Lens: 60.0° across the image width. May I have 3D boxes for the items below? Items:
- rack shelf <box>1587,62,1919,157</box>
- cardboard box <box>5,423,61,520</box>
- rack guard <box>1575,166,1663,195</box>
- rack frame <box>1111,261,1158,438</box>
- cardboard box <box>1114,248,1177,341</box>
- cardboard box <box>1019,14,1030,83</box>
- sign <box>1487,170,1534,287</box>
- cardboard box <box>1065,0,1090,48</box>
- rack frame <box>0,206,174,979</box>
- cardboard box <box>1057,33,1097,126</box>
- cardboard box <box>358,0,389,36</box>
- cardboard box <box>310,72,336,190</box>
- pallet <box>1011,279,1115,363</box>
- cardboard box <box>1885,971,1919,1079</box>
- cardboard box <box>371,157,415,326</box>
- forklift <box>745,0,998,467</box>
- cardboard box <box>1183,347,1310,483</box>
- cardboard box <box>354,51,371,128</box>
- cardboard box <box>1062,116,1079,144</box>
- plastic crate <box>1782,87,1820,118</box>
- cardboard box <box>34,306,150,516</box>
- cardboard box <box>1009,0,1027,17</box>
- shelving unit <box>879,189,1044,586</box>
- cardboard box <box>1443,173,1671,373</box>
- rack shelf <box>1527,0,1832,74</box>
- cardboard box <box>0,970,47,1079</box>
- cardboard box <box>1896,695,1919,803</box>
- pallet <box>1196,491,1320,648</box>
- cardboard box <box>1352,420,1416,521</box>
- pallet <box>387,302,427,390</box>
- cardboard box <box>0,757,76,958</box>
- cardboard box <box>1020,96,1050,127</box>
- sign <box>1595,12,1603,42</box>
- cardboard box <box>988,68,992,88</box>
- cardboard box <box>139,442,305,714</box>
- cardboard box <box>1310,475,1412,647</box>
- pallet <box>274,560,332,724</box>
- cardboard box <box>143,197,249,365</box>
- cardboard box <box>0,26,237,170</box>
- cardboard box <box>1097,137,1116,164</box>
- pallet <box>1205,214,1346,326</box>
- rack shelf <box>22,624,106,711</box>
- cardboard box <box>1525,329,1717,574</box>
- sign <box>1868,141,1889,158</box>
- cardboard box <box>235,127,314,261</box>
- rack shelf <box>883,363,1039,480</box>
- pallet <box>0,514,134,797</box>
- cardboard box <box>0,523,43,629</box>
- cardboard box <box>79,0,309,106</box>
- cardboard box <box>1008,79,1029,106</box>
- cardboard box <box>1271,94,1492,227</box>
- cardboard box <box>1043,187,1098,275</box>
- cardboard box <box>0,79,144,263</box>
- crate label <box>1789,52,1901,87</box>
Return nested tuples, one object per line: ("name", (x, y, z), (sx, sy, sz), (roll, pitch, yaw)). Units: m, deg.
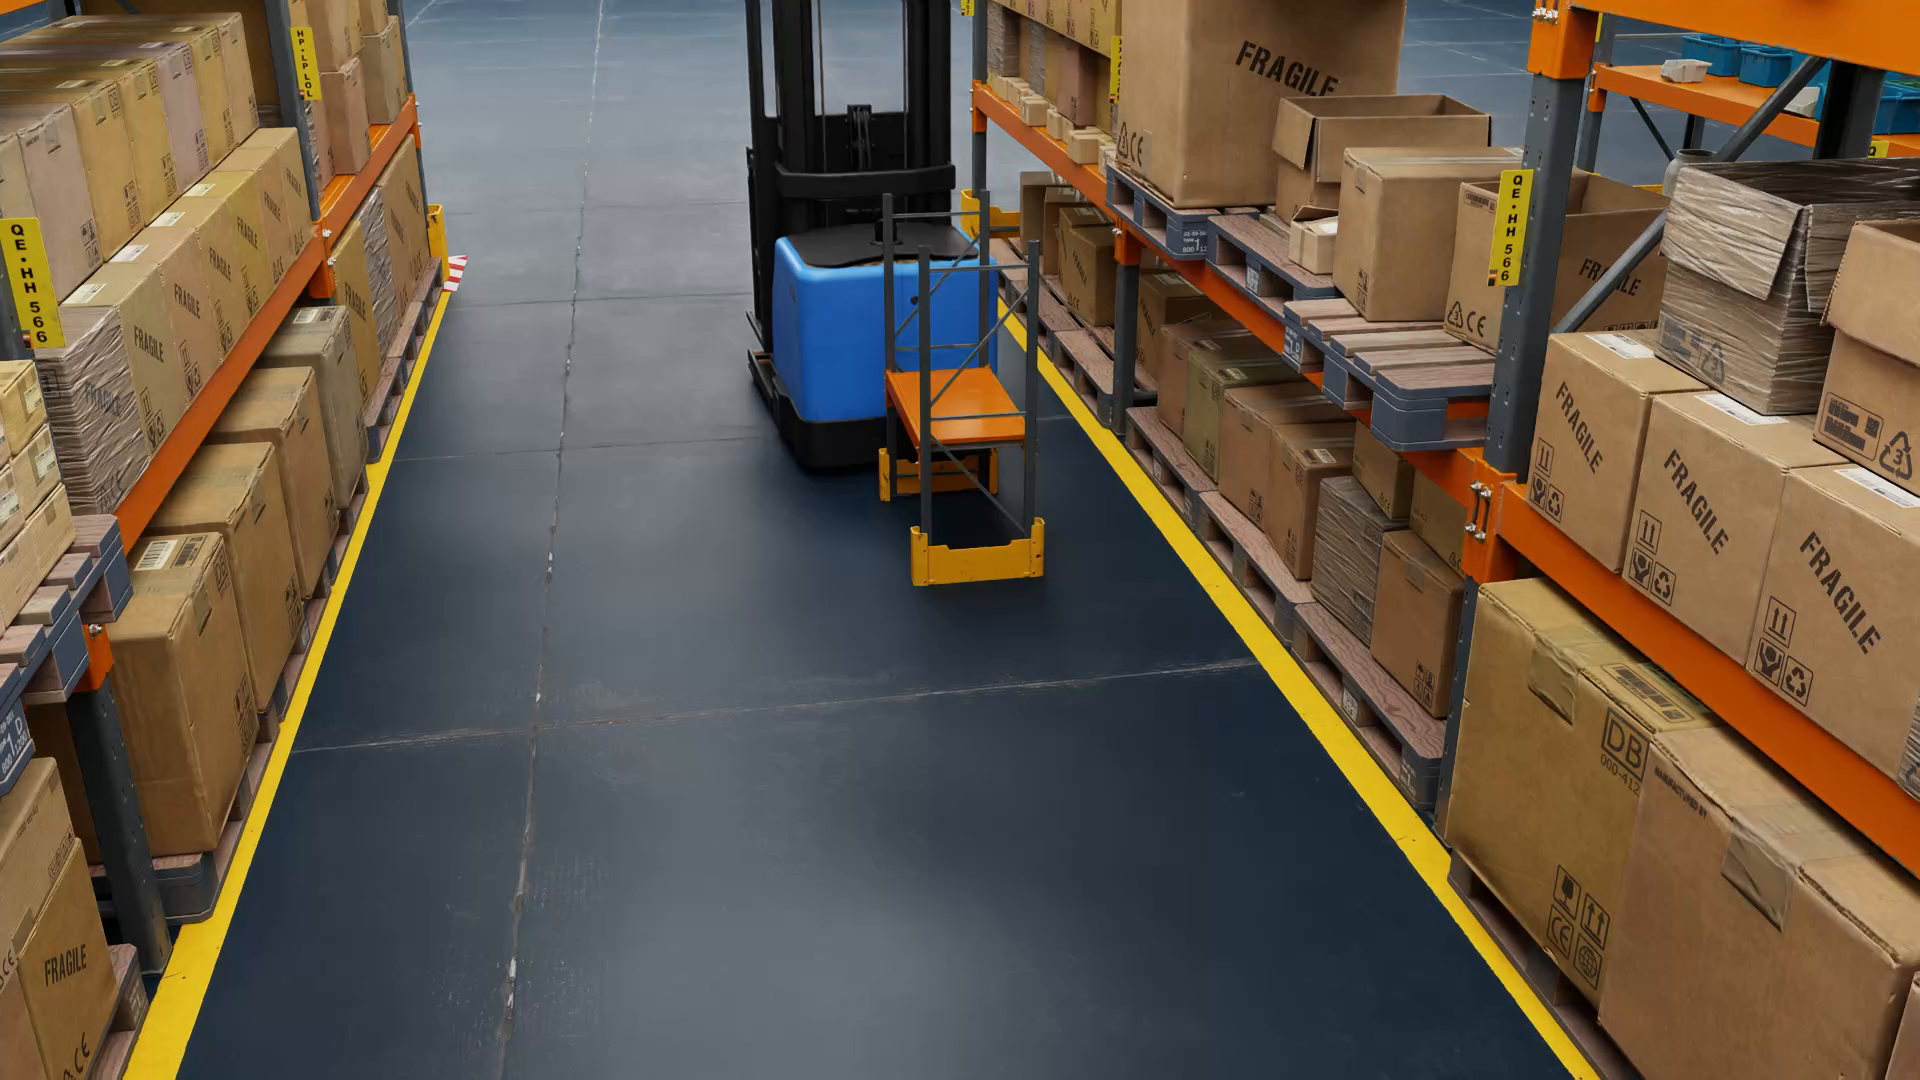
("rack shelf", (5.829, -2.816, 11.348), (1.077, 0.370, 4.000), (-4, 24, -10))
("cardboard box", (-2.283, -0.144, 3.751), (0.380, 0.149, 0.250), (-4, 24, -9))
("rack guard", (5.520, -2.760, 13.445), (1.175, 0.500, 0.348), (-4, 24, -10))
("rack frame", (1.331, -1.992, 8.564), (1.000, 3.000, 0.127), (-4, 24, -10))
("cardboard box", (1.183, -1.424, 9.861), (0.500, 0.500, 0.500), (3, 24, 7))
("cardboard box", (0.877, -3.341, 11.157), (0.875, 0.500, 0.500), (-4, 24, -10))
("sign", (1.539, -0.869, 4.645), (0.100, 0.325, 0.005), (-4, 24, -10))
("cardboard box", (0.884, -2.986, 9.093), (0.500, 0.500, 0.500), (-4, 24, -10))
("rack frame", (-2.822, -0.091, 4.212), (1.000, 3.000, 0.127), (-4, 24, -10))
("cardboard box", (1.060, -2.744, 9.789), (0.875, 0.500, 0.500), (-4, 24, -10))
("cardboard box", (-4.079, -3.443, 10.350), (0.875, 0.550, 0.550), (-4, 24, -10))
("cardboard box", (-3.766, -2.092, 8.606), (0.875, 0.550, 0.550), (-4, 24, -10))
("pallet", (0.943, -1.457, 10.822), (1.003, 0.211, 1.213), (-4, 24, -10))
("cardboard box", (2.507, 1.334, 3.078), (1.225, 0.875, 0.875), (-5, 24, -12))
("cardboard box", (-3.946, -1.849, 10.366), (0.875, 0.875, 0.875), (-5, 24, -11))
("forklift", (-0.649, -2.274, 9.294), (1.130, 2.935, 3.031), (-6, 24, -13))
("cardboard box", (1.493, -0.616, 7.986), (0.700, 0.500, 0.500), (-4, 24, -10))
("cardboard box", (-4.085, -2.720, 10.043), (0.875, 0.550, 0.550), (-4, 24, -10))
("cardboard box", (0.820, -2.435, 9.892), (0.380, 0.149, 0.250), (-4, 24, -10))
("plastic crate", (5.650, -2.858, 10.875), (0.530, 0.136, 0.437), (-4, 24, -10))
("cardboard box", (-2.640, -0.334, 4.642), (0.500, 0.500, 0.500), (-4, 24, -9))
("cardboard box", (0.605, -3.576, 10.443), (0.500, 0.500, 0.500), (-4, 24, -10))
("shelving unit", (-0.014, -0.717, 7.518), (0.587, 1.500, 1.083), (-4, 24, -10))
("cardboard box", (1.932, -0.867, 5.337), (0.500, 0.500, 0.500), (-7, 25, -16))
("rack shelf", (1.701, -2.250, 6.306), (1.077, 0.370, 4.000), (-4, 24, -10))
("cardboard box", (-2.351, 1.306, 3.611), (0.500, 0.500, 0.500), (-3, 24, -8))
("cardboard box", (2.180, 0.347, 3.082), (0.500, 0.500, 0.500), (-4, 24, -10))
("pallet", (1.706, 0.073, 7.320), (1.003, 0.211, 1.213), (-4, 24, -10))
("cardboard box", (1.810, -0.288, 6.298), (0.500, 0.250, 0.500), (-2, 24, -4))
("pallet", (-3.854, -1.173, 10.171), (1.003, 0.211, 1.213), (-4, 24, -10))
("cardboard box", (-2.438, 0.768, 3.906), (0.500, 0.250, 0.500), (-5, 24, -11))
("cardboard box", (0.592, -2.723, 10.552), (0.380, 0.149, 0.250), (-4, 24, -10))
("sign", (4.918, -4.020, 12.861), (0.100, 0.325, 0.005), (-4, 24, -10))
("cardboard box", (0.410, -3.321, 11.919), (0.380, 0.149, 0.250), (-4, 24, -10))
("cardboard box", (-3.011, 0.157, 5.928), (1.050, 0.750, 0.750), (-4, 24, -9))
("cardboard box", (1.812, 0.046, 6.471), (0.700, 0.500, 0.500), (-6, 24, -14))
("pallet", (-3.116, 0.392, 6.589), (1.003, 0.211, 1.213), (-4, 24, -10))
("cardboard box", (-2.919, -0.928, 6.002), (0.500, 0.500, 0.500), (-5, 24, -10))
("cardboard box", (-3.367, -1.772, 6.685), (0.700, 0.500, 0.500), (-5, 24, -11))
("cardboard box", (0.979, -2.142, 9.220), (0.380, 0.149, 0.250), (-4, 24, -10))
("pallet", (1.665, -1.107, 6.775), (1.003, 0.211, 1.213), (-4, 24, -10))
("rack shelf", (-2.452, 1.025, 2.554), (1.077, 0.370, 4.000), (-4, 24, -10))
("cardboard box", (1.894, -0.253, 4.457), (0.500, 0.500, 0.500), (-4, 24, -8))
("sign", (2.616, -0.992, 4.826), (0.100, 0.325, 0.005), (-4, 24, -10))
("cardboard box", (-3.203, -1.525, 7.369), (0.500, 0.500, 0.500), (-4, 24, -10))
("rack shelf", (-0.016, -0.556, 7.599), (0.538, 0.185, 1.000), (-4, 24, -10))
("pallet", (-2.586, 0.269, 3.626), (1.213, 0.211, 1.003), (-4, 24, -10))
("cardboard box", (-2.235, 0.089, 3.588), (0.380, 0.149, 0.250), (-4, 24, -10))
("cardboard box", (-3.596, -2.376, 7.906), (0.875, 0.550, 0.550), (-4, 24, -10))
("cardboard box", (0.536, -3.025, 11.242), (0.380, 0.149, 0.250), (-4, 24, -10))
("cardboard box", (1.743, -1.557, 6.913), (0.797, 0.503, 0.637), (-2, 24, -4))
("cardboard box", (0.835, -2.133, 11.484), (0.500, 0.500, 0.500), (2, 24, 4))
("cardboard box", (-3.087, -1.173, 5.314), (0.700, 0.500, 0.500), (-5, 24, -11))
("crate label", (6.065, -3.244, 11.386), (0.502, 0.435, 0.616), (-4, 24, -10))
